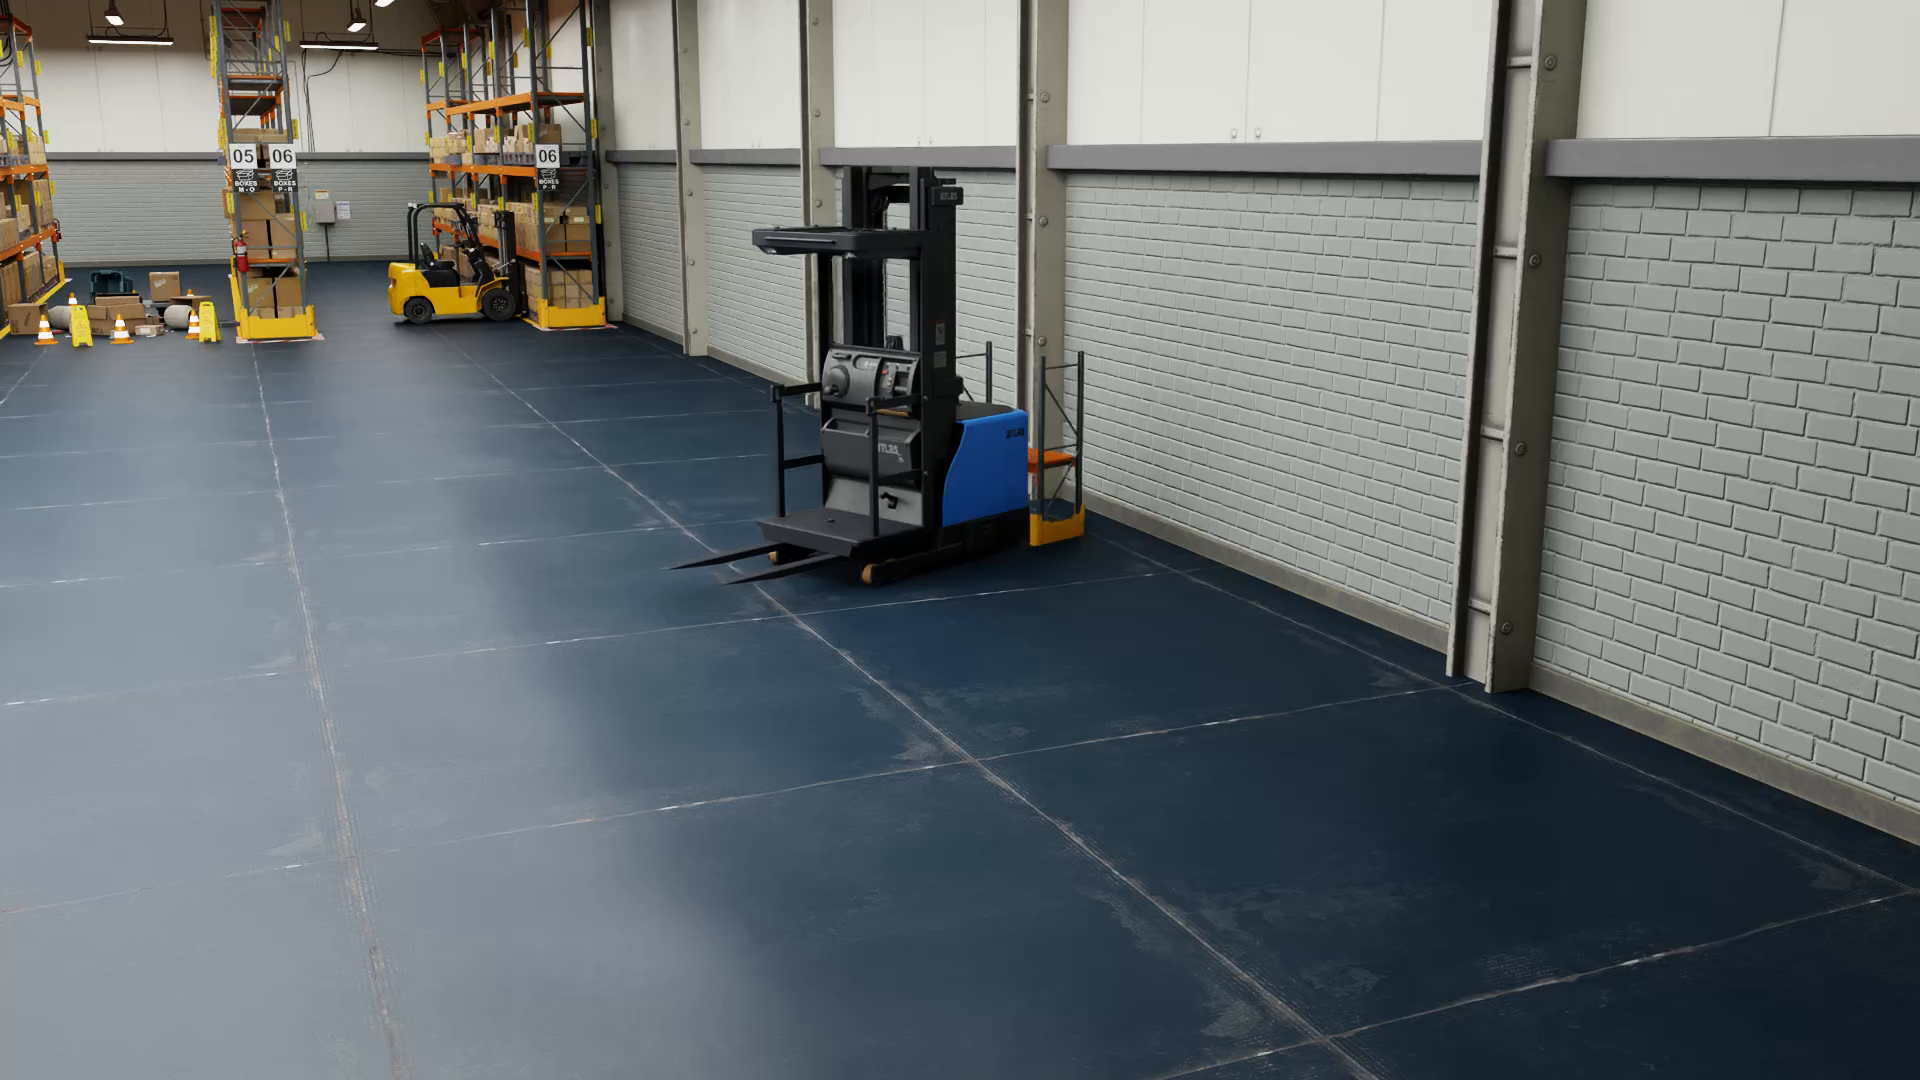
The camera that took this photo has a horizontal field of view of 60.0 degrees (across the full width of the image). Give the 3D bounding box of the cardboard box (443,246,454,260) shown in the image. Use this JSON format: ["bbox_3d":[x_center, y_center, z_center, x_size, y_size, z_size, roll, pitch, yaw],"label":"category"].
[{"bbox_3d":[-12.992,-7.345,43.067,0.700,0.500,0.500,-5,14,-21],"label":"cardboard box"}]

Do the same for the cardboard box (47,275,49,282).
[{"bbox_3d":[-20.855,-5.905,37.622,0.380,0.149,0.250,-5,14,-21],"label":"cardboard box"}]

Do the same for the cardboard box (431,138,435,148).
[{"bbox_3d":[-13.323,-10.229,42.827,0.500,0.250,0.500,-6,14,-23],"label":"cardboard box"}]

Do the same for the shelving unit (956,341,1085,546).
[{"bbox_3d":[0.435,-0.815,13.567,0.587,1.500,1.083,-13,18,-43],"label":"shelving unit"}]

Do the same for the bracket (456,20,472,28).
[{"bbox_3d":[-12.832,-13.335,43.046,0.076,0.066,4.783,-6,14,-23],"label":"bracket"}]

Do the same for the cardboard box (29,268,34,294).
[{"bbox_3d":[-19.549,-5.363,34.503,0.500,0.500,0.500,-5,14,-22],"label":"cardboard box"}]

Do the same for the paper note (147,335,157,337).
[{"bbox_3d":[-13.797,-3.488,28.372,0.148,0.019,0.142,-12,18,-42],"label":"paper note"}]

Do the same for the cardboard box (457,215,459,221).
[{"bbox_3d":[-11.650,-7.665,39.201,0.396,0.266,0.258,-5,14,-20],"label":"cardboard box"}]

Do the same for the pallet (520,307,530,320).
[{"bbox_3d":[-7.878,-4.415,31.979,1.003,0.211,1.213,-6,14,-23],"label":"pallet"}]

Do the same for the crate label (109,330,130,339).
[{"bbox_3d":[-14.202,-3.483,28.114,0.298,0.136,0.250,9,16,35],"label":"crate label"}]

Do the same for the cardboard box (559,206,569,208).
[{"bbox_3d":[-7.180,-6.077,30.653,0.380,0.149,0.250,-5,14,-22],"label":"cardboard box"}]

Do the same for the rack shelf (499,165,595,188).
[{"bbox_3d":[-7.849,-6.892,31.439,1.077,0.370,4.000,-6,14,-23],"label":"rack shelf"}]

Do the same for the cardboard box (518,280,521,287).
[{"bbox_3d":[-8.144,-4.862,31.782,0.500,0.250,0.500,-6,14,-23],"label":"cardboard box"}]

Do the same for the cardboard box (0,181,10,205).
[{"bbox_3d":[-21.333,-7.684,36.817,0.500,0.500,0.500,-6,14,-25],"label":"cardboard box"}]

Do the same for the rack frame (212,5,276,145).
[{"bbox_3d":[-14.799,-9.494,34.435,1.000,3.000,0.127,-6,14,-23],"label":"rack frame"}]

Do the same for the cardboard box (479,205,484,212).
[{"bbox_3d":[-10.287,-7.238,36.331,0.380,0.149,0.250,-5,14,-22],"label":"cardboard box"}]

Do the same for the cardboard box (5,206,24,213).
[{"bbox_3d":[-20.146,-7.022,35.366,0.380,0.149,0.250,-6,14,-25],"label":"cardboard box"}]

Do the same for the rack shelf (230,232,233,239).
[{"bbox_3d":[-17.203,-7.461,40.549,1.077,0.370,4.000,-6,14,-23],"label":"rack shelf"}]

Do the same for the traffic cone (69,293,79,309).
[{"bbox_3d":[-16.846,-4.455,31.592,0.336,0.463,0.334,-6,14,-23],"label":"traffic cone"}]

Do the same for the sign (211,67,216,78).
[{"bbox_3d":[-18.515,-11.631,41.242,0.100,0.325,0.005,-6,14,-23],"label":"sign"}]

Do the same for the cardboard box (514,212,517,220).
[{"bbox_3d":[-8.394,-6.253,32.074,0.380,0.149,0.250,-6,14,-24],"label":"cardboard box"}]

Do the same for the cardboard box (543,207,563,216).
[{"bbox_3d":[-7.385,-5.933,30.030,0.380,0.149,0.250,-6,14,-23],"label":"cardboard box"}]

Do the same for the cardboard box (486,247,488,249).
[{"bbox_3d":[-11.228,-6.997,40.122,0.380,0.149,0.250,-5,14,-22],"label":"cardboard box"}]

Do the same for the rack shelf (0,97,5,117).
[{"bbox_3d":[-18.493,-8.068,30.754,1.077,0.370,4.000,-6,14,-23],"label":"rack shelf"}]

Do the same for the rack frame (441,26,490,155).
[{"bbox_3d":[-11.855,-10.770,39.946,1.000,3.000,0.127,-6,14,-23],"label":"rack frame"}]

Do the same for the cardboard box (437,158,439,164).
[{"bbox_3d":[-13.018,-9.600,42.102,0.380,0.149,0.250,-6,14,-23],"label":"cardboard box"}]

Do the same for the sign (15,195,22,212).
[{"bbox_3d":[-18.787,-6.719,33.179,0.100,0.325,0.005,-6,14,-23],"label":"sign"}]

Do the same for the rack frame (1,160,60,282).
[{"bbox_3d":[-22.499,-7.756,40.231,1.000,3.000,0.127,-6,14,-23],"label":"rack frame"}]

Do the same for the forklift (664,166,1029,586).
[{"bbox_3d":[-0.805,-1.224,12.159,1.130,2.935,3.031,11,17,40],"label":"forklift"}]

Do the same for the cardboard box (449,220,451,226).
[{"bbox_3d":[-12.465,-7.871,41.284,0.380,0.149,0.250,-5,14,-22],"label":"cardboard box"}]

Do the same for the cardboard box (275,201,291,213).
[{"bbox_3d":[-13.122,-6.266,31.979,0.500,0.500,0.500,-5,14,-22],"label":"cardboard box"}]

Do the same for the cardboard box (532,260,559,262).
[{"bbox_3d":[-8.276,-5.462,33.268,0.500,0.250,0.500,-5,14,-22],"label":"cardboard box"}]

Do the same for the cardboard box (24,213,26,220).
[{"bbox_3d":[-20.239,-6.931,35.630,0.380,0.149,0.250,-6,14,-25],"label":"cardboard box"}]

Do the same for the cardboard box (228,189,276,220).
[{"bbox_3d":[-11.999,-5.685,28.184,0.700,0.500,0.500,-6,14,-24],"label":"cardboard box"}]

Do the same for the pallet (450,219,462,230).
[{"bbox_3d":[-11.635,-7.579,39.889,1.003,0.211,1.213,-6,14,-23],"label":"pallet"}]

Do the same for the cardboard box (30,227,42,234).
[{"bbox_3d":[-20.710,-6.896,37.069,0.380,0.149,0.250,-5,14,-21],"label":"cardboard box"}]

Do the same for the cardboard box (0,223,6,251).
[{"bbox_3d":[-17.859,-5.563,30.533,0.500,0.500,0.500,-6,14,-23],"label":"cardboard box"}]

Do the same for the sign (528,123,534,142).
[{"bbox_3d":[-7.551,-7.176,29.282,0.100,0.325,0.005,-6,14,-23],"label":"sign"}]

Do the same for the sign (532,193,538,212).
[{"bbox_3d":[-7.551,-6.001,29.554,0.100,0.325,0.005,-6,14,-23],"label":"sign"}]

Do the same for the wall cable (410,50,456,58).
[{"bbox_3d":[-14.545,-15.588,48.428,2.988,3.039,0.133,-6,14,-23],"label":"wall cable"}]

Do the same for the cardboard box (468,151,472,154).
[{"bbox_3d":[-10.923,-8.814,37.597,0.380,0.149,0.250,-6,14,-23],"label":"cardboard box"}]

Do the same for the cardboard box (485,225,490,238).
[{"bbox_3d":[-9.889,-6.624,35.670,0.500,0.250,0.500,-6,14,-25],"label":"cardboard box"}]

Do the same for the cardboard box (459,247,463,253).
[{"bbox_3d":[-11.955,-7.052,40.360,0.380,0.149,0.250,-5,14,-20],"label":"cardboard box"}]

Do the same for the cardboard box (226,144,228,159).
[{"bbox_3d":[-12.459,-6.744,28.878,0.500,0.250,0.500,-5,14,-21],"label":"cardboard box"}]

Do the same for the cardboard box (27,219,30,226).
[{"bbox_3d":[-20.451,-6.894,36.132,0.380,0.149,0.250,-6,14,-23],"label":"cardboard box"}]

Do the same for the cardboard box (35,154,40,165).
[{"bbox_3d":[-21.240,-8.650,37.771,0.500,0.250,0.500,-5,14,-21],"label":"cardboard box"}]

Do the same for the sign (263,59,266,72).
[{"bbox_3d":[-15.909,-10.866,38.114,0.100,0.325,0.005,-6,14,-23],"label":"sign"}]

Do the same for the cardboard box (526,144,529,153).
[{"bbox_3d":[-7.658,-7.104,30.163,0.380,0.149,0.250,-6,14,-25],"label":"cardboard box"}]

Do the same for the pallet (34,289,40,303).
[{"bbox_3d":[-20.091,-5.158,35.190,1.003,0.211,1.213,-6,14,-23],"label":"pallet"}]

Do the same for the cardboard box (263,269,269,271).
[{"bbox_3d":[-12.983,-4.720,30.614,0.500,0.500,0.500,-5,14,-21],"label":"cardboard box"}]

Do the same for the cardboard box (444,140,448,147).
[{"bbox_3d":[-12.137,-9.483,39.783,0.380,0.149,0.250,-5,14,-21],"label":"cardboard box"}]
